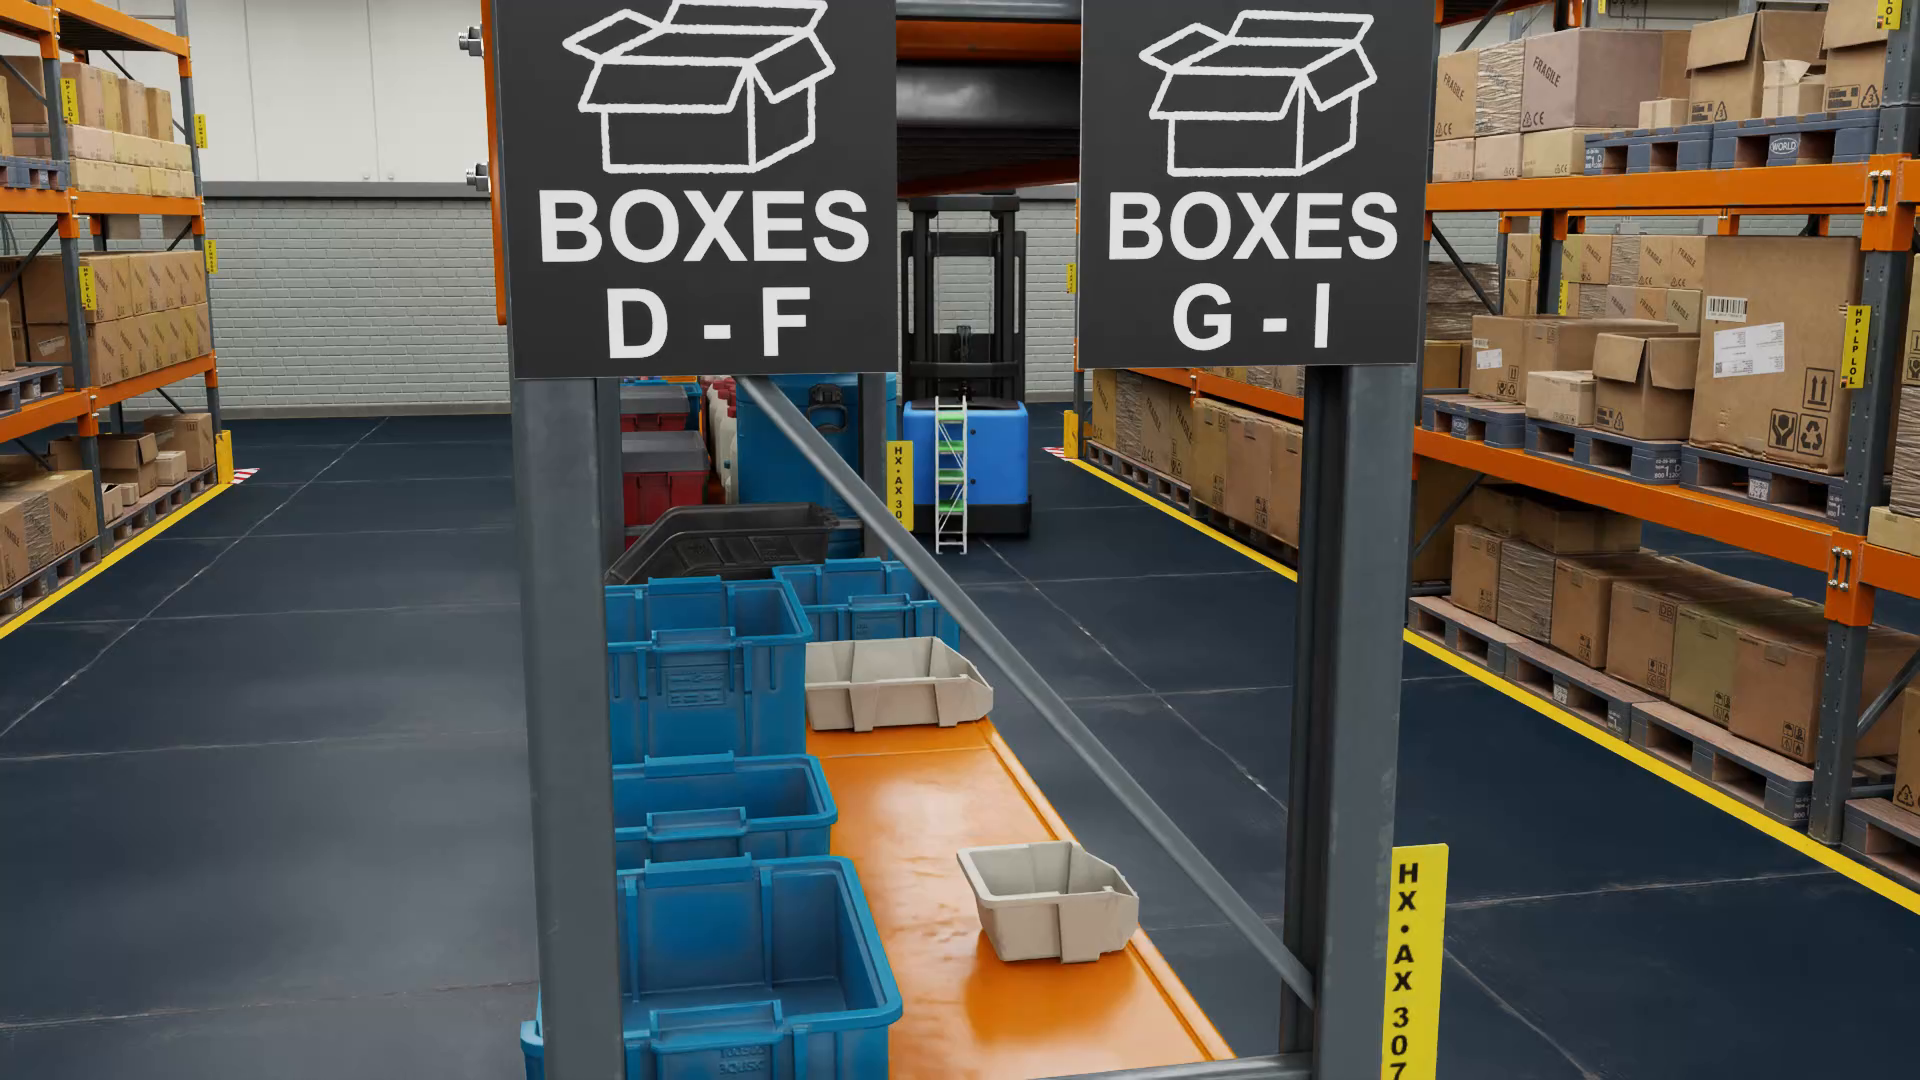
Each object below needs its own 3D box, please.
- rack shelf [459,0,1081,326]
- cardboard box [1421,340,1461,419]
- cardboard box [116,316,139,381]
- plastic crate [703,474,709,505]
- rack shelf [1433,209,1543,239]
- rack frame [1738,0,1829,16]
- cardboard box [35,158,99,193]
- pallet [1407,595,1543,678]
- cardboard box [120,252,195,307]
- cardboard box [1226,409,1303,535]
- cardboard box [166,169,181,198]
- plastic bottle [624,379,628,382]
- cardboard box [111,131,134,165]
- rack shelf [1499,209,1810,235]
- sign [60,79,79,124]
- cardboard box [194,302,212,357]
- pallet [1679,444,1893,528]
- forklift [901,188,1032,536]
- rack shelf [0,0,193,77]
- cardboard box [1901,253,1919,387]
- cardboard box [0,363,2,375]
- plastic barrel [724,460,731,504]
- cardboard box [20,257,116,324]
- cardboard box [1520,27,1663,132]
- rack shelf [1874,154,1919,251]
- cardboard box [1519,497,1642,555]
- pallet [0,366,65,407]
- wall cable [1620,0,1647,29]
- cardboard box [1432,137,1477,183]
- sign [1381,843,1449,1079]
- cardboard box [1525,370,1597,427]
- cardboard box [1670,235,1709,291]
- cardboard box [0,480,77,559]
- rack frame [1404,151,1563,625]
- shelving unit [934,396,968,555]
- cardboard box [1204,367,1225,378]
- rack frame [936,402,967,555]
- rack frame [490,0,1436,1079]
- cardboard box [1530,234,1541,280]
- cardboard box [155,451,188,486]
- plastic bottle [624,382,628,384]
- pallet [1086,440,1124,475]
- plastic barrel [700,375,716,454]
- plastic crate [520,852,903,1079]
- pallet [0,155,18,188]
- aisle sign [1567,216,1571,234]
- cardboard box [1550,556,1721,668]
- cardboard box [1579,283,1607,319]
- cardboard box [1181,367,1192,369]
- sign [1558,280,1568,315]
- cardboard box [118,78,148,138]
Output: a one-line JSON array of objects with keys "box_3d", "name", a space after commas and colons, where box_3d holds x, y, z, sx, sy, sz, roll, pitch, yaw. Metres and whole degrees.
[{"box_3d": [-0.370, -0.791, 3.733, 1.077, 0.370, 4.000, -2, 11, -11], "name": "rack shelf"}, {"box_3d": [2.982, -1.082, 11.093, 0.500, 0.500, 0.500, -2, 11, -9], "name": "cardboard box"}, {"box_3d": [-7.109, -1.572, 13.666, 0.500, 0.500, 0.500, -2, 11, -10], "name": "cardboard box"}, {"box_3d": [-1.375, -0.243, 7.517, 0.450, 0.188, 0.662, -2, 11, -11], "name": "plastic crate"}, {"box_3d": [2.932, -2.439, 12.388, 1.077, 0.370, 4.000, -2, 11, -11], "name": "rack shelf"}, {"box_3d": [7.428, -4.794, 14.818, 1.000, 3.000, 0.127, -2, 11, -11], "name": "rack frame"}, {"box_3d": [-7.026, -2.824, 12.889, 0.500, 0.250, 0.500, -2, 11, -11], "name": "cardboard box"}, {"box_3d": [3.472, 0.562, 10.182, 1.003, 0.211, 1.213, -2, 11, -11], "name": "pallet"}, {"box_3d": [-7.497, -2.435, 15.528, 0.500, 0.500, 0.500, -2, 11, -9], "name": "cardboard box"}, {"box_3d": [2.862, -0.567, 13.214, 1.225, 0.875, 0.875, -3, 11, -13], "name": "cardboard box"}, {"box_3d": [-7.508, -3.282, 15.299, 0.500, 0.250, 0.500, -2, 11, -11], "name": "cardboard box"}, {"box_3d": [-2.159, -0.903, 10.760, 0.097, 0.271, 0.097, 0, 11, 0], "name": "plastic bottle"}, {"box_3d": [-7.210, -3.253, 13.808, 0.500, 0.250, 0.500, -2, 11, -11], "name": "cardboard box"}, {"box_3d": [7.039, -3.334, 17.093, 1.077, 0.370, 4.000, -2, 11, -11], "name": "rack shelf"}, {"box_3d": [-6.631, -3.268, 12.383, 0.100, 0.325, 0.005, -2, 11, -11], "name": "sign"}, {"box_3d": [-7.599, -2.036, 16.105, 0.500, 0.500, 0.500, -2, 11, -9], "name": "cardboard box"}, {"box_3d": [4.093, -0.269, 7.602, 1.003, 0.211, 1.213, -2, 11, -11], "name": "pallet"}, {"box_3d": [0.026, -1.705, 14.816, 1.130, 2.935, 3.031, 0, 11, -1], "name": "forklift"}, {"box_3d": [-7.564, -4.285, 14.073, 1.077, 0.370, 4.000, -2, 11, -11], "name": "rack shelf"}, {"box_3d": [3.937, -0.813, 6.207, 0.500, 0.500, 0.500, -2, 11, -11], "name": "cardboard box"}, {"box_3d": [-7.106, -1.362, 11.441, 0.700, 0.500, 0.500, 0, 11, -2], "name": "cardboard box"}, {"box_3d": [-0.866, -0.218, 7.191, 0.301, 0.262, 0.301, 0, 11, 0], "name": "plastic barrel"}, {"box_3d": [-6.990, -1.963, 13.044, 0.500, 0.500, 0.500, -2, 11, -10], "name": "cardboard box"}, {"box_3d": [3.360, -2.439, 8.863, 0.500, 0.500, 0.500, -2, 11, -13], "name": "cardboard box"}, {"box_3d": [4.488, -0.971, 4.679, 1.077, 0.370, 4.000, -2, 11, -11], "name": "rack shelf"}, {"box_3d": [3.594, -0.090, 9.648, 0.500, 0.250, 0.500, -1, 11, -5], "name": "cardboard box"}, {"box_3d": [-7.126, -1.081, 11.867, 1.003, 0.211, 1.213, -2, 11, -11], "name": "pallet"}, {"box_3d": [10.103, -6.759, 25.143, 0.463, 3.000, 0.029, -2, 11, -11], "name": "wall cable"}, {"box_3d": [3.163, -2.256, 9.906, 0.500, 0.250, 0.500, -2, 11, -10], "name": "cardboard box"}, {"box_3d": [0.559, 0.541, 2.094, 0.100, 0.325, 0.005, -2, 11, -11], "name": "sign"}, {"box_3d": [3.422, -0.769, 8.990, 0.500, 0.250, 0.500, -2, 11, -13], "name": "cardboard box"}, {"box_3d": [7.071, -2.610, 15.650, 0.500, 0.500, 0.500, -3, 11, -13], "name": "cardboard box"}, {"box_3d": [-6.710, -0.143, 11.933, 0.500, 0.500, 0.500, -2, 11, -11], "name": "cardboard box"}, {"box_3d": [3.321, -0.952, 10.674, 1.000, 3.000, 0.127, -2, 11, -11], "name": "rack frame"}, {"box_3d": [-0.072, -0.522, 13.228, 0.258, 1.200, 0.503, 0, 11, -1], "name": "shelving unit"}, {"box_3d": [2.387, -1.641, 14.028, 0.500, 0.500, 0.500, -2, 11, -11], "name": "cardboard box"}, {"box_3d": [-0.069, -0.476, 12.988, 0.240, 1.200, 0.015, 0, 11, -1], "name": "rack frame"}, {"box_3d": [0.022, 0.696, 2.020, 0.949, 2.616, 0.053, -2, 11, -11], "name": "rack frame"}, {"box_3d": [6.581, -3.083, 18.134, 0.500, 0.500, 0.500, -2, 11, -9], "name": "cardboard box"}, {"box_3d": [-7.450, -0.659, 15.312, 0.500, 0.250, 0.500, -2, 11, -11], "name": "cardboard box"}, {"box_3d": [-2.122, -0.867, 10.573, 0.097, 0.271, 0.097, 0, 11, 0], "name": "plastic bottle"}, {"box_3d": [1.998, -0.905, 17.888, 1.003, 0.211, 1.213, -2, 11, -11], "name": "pallet"}, {"box_3d": [-1.150, -0.764, 9.326, 0.600, 0.536, 0.708, -2, 11, -11], "name": "plastic barrel"}, {"box_3d": [-0.372, 0.688, 2.458, 0.499, 0.251, 0.616, -2, 11, -11], "name": "plastic crate"}, {"box_3d": [-6.912, -2.395, 10.736, 1.213, 0.211, 1.003, -2, 11, -11], "name": "pallet"}, {"box_3d": [6.930, -3.882, 19.118, 0.394, 0.787, 0.004, -2, 11, -11], "name": "aisle sign"}, {"box_3d": [3.709, 0.387, 9.148, 0.700, 0.500, 0.500, -1, 11, -6], "name": "cardboard box"}, {"box_3d": [6.784, -2.403, 17.235, 0.500, 0.500, 0.500, -2, 11, -12], "name": "cardboard box"}, {"box_3d": [2.163, -1.606, 14.783, 0.380, 0.149, 0.250, -2, 11, -11], "name": "cardboard box"}, {"box_3d": [3.852, -1.503, 10.686, 0.100, 0.325, 0.005, -2, 11, -11], "name": "sign"}, {"box_3d": [-7.620, -3.797, 14.659, 0.700, 0.500, 0.500, -2, 11, -11], "name": "cardboard box"}]
